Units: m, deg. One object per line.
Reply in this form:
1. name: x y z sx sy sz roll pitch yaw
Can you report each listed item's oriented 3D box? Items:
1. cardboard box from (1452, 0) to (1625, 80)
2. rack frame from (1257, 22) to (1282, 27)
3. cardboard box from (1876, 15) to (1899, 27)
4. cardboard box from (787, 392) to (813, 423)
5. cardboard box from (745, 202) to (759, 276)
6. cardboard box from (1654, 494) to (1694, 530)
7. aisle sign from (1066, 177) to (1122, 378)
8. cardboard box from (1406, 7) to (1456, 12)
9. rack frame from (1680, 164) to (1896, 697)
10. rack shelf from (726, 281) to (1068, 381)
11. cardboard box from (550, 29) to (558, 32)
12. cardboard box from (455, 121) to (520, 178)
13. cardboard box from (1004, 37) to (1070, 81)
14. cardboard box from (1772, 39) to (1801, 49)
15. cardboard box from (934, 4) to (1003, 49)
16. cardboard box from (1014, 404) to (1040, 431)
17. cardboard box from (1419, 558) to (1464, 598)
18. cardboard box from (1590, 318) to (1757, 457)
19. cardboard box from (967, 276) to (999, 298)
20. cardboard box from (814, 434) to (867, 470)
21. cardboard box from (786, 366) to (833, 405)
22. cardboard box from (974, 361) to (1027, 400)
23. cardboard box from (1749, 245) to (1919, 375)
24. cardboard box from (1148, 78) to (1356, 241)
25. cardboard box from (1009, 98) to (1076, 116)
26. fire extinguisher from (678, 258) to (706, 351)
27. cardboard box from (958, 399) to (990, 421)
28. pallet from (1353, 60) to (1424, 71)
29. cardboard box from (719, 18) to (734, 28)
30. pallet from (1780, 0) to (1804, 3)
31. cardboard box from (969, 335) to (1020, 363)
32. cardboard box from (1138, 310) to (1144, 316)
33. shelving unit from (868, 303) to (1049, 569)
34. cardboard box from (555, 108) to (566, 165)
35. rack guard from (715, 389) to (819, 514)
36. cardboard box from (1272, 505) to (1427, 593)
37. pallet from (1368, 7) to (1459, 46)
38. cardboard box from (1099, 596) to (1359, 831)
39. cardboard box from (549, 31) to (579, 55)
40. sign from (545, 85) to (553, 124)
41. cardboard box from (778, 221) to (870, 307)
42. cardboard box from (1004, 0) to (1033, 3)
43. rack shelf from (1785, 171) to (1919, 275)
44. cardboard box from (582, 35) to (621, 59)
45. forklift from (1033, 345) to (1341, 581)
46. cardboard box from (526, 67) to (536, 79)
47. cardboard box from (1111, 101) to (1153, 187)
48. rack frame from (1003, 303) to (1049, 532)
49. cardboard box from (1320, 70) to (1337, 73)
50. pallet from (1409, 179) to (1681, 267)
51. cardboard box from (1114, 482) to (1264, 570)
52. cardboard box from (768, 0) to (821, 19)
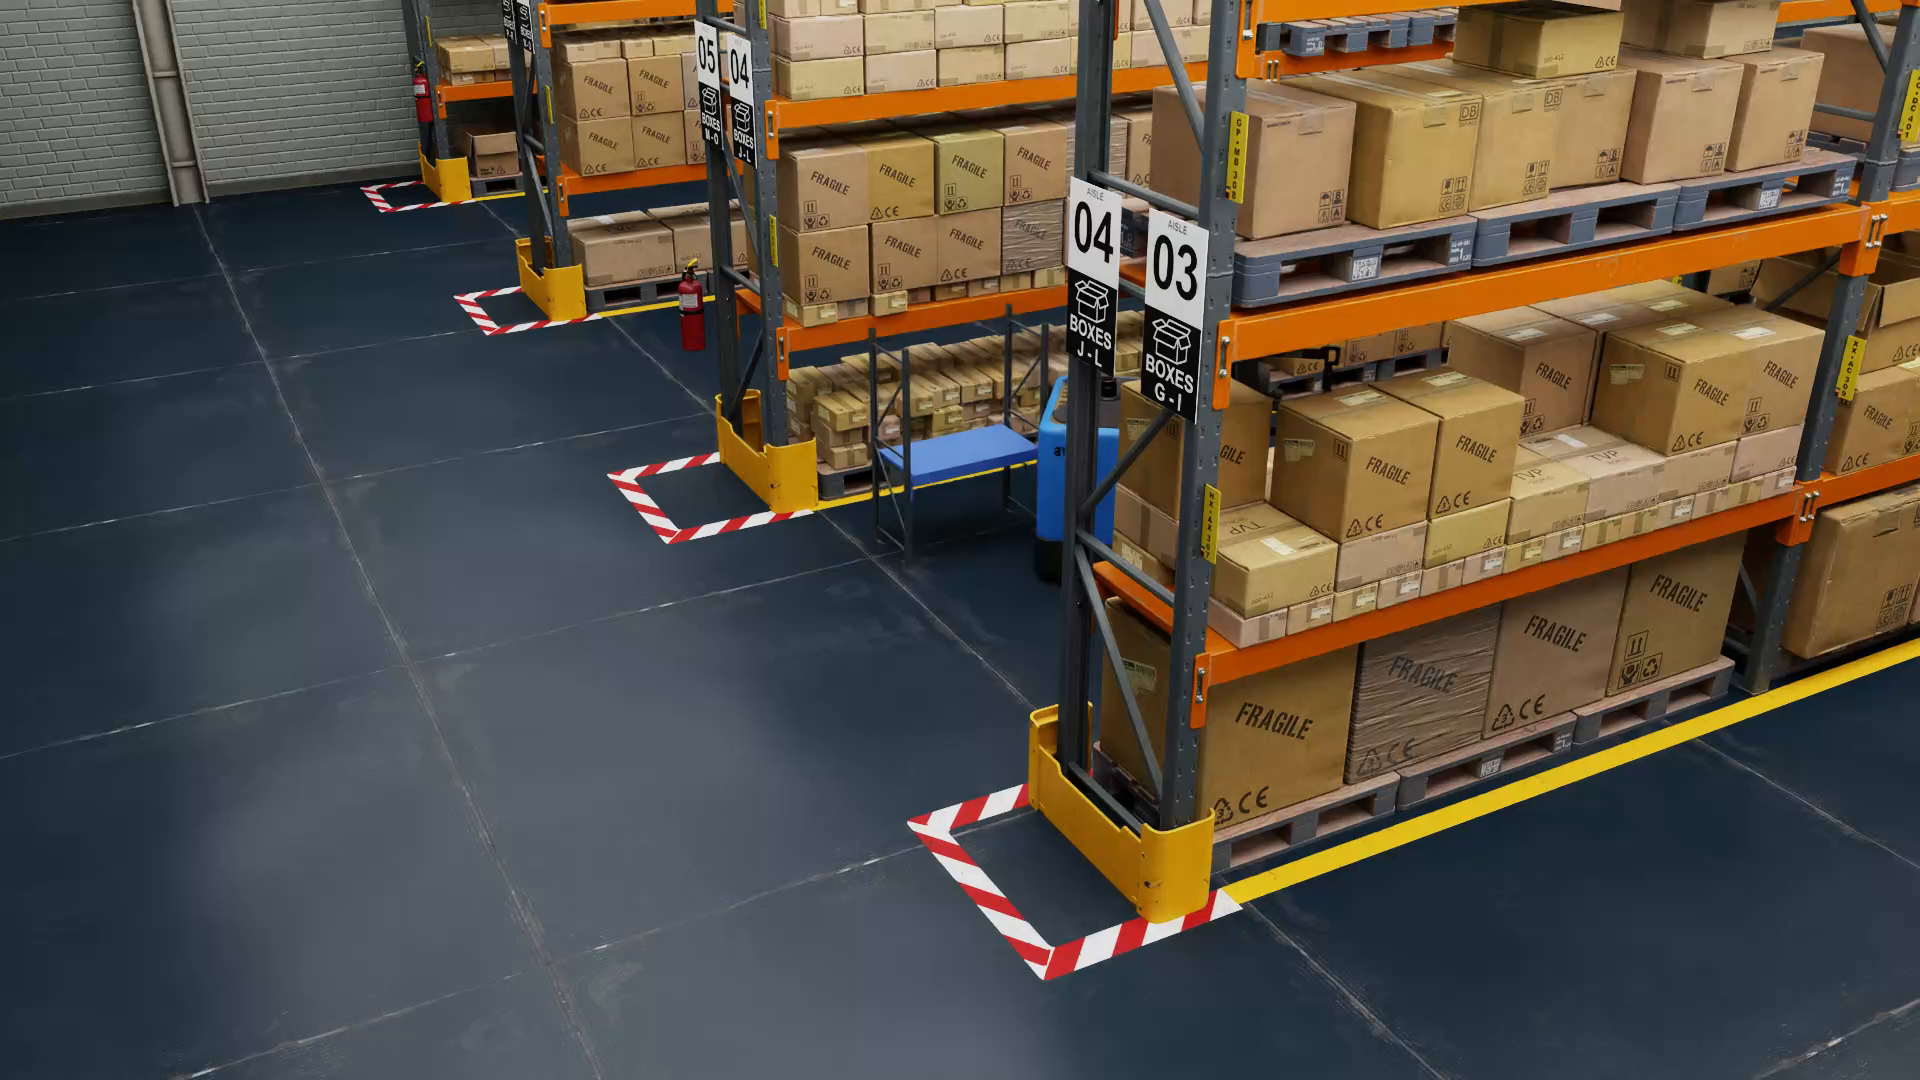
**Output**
1. cardboard box: 2.560 -2.229 7.378 0.500 0.250 0.500 -14 29 -27
2. rack frame: 2.057 -5.285 11.861 0.127 3.000 1.000 -13 29 -25
3. cardboard box: 9.458 -4.827 16.416 0.550 0.550 0.875 -13 29 -25
4. cardboard box: -1.141 -1.021 12.376 0.250 0.149 0.380 -14 29 -26
5. cardboard box: -1.197 -2.135 11.772 0.500 0.500 0.500 -12 28 -24
6. cardboard box: 3.507 -0.209 8.509 0.250 0.149 0.380 -12 28 -24
7. aisle sign: 0.568 -1.123 7.120 0.004 0.787 0.394 -13 29 -25
8. cardboard box: 3.482 -4.433 12.948 0.637 0.503 0.797 -13 29 -26
9. rack frame: 4.302 -0.666 9.172 0.127 3.000 1.000 -13 29 -25
10. rack shelf: 0.292 -1.849 12.467 4.000 0.370 1.077 -13 29 -25
11. cardboard box: -5.054 -5.996 20.103 0.500 0.250 0.500 -12 28 -23
12. cardboard box: -5.645 -4.683 19.938 0.637 0.503 0.797 -14 29 -27
13. cardboard box: 0.420 -3.361 11.492 0.500 0.250 0.500 -13 29 -25
14. cardboard box: 7.782 -4.394 15.666 0.500 0.500 0.700 -13 28 -25
15. cardboard box: -0.051 -3.471 11.145 0.500 0.250 0.500 -13 28 -24
16. cardboard box: 0.499 -0.975 12.624 0.250 0.149 0.380 -13 29 -25
17. cardboard box: 2.147 0.106 7.855 0.250 0.149 0.380 -14 29 -26
18. cardboard box: 3.578 -0.774 8.360 0.500 0.500 0.500 -13 28 -25
19. cardboard box: 0.082 -1.886 12.003 0.250 0.149 0.380 -14 29 -26
20. cardboard box: -0.859 -0.655 11.957 0.250 0.149 0.380 -12 28 -24
21. cardboard box: -1.124 -1.143 12.287 0.250 0.149 0.380 -13 28 -25
22. cardboard box: 0.302 -1.191 12.386 0.250 0.149 0.380 -13 28 -24
23. cardboard box: 4.862 -1.297 9.210 0.637 0.503 0.797 -14 29 -26
24. cardboard box: 1.206 -1.609 6.955 0.500 0.500 0.700 -15 29 -28
25. cardboard box: 0.635 -3.010 12.439 0.500 0.500 0.500 -12 28 -24
26. fire extinguisher: -1.912 -1.688 11.821 0.183 0.674 0.296 -13 29 -25
27. cardboard box: 0.020 -1.032 12.399 0.250 0.149 0.380 -14 29 -28
28. pallet: 4.896 -5.598 19.665 1.213 0.211 1.003 -13 29 -25
29. cardboard box: -2.328 -4.901 15.972 0.250 0.149 0.380 -12 28 -23
30. pallet: 7.115 -5.043 15.040 1.213 0.211 1.003 -12 28 -23
31. cardboard box: 0.265 -1.454 12.933 0.250 0.149 0.380 -13 28 -25
32. cardboard box: 1.656 -1.762 13.576 0.250 0.149 0.380 -12 28 -23
33. shelving unit: -0.006 -0.695 10.965 1.048 1.500 0.538 -14 29 -26
34. cardboard box: -3.590 -3.880 15.751 0.500 0.500 0.500 -13 28 -25
35. rack guard: -1.405 -0.655 12.036 0.348 0.500 1.175 -13 29 -25
36. cardboard box: 1.779 -0.021 7.658 0.500 0.250 0.500 -13 29 -26
37. pallet: 3.566 -4.146 13.171 1.003 0.211 1.213 -13 29 -25
38. cardboard box: 1.300 0.756 8.179 0.875 0.875 0.875 -13 29 -25
39. cardboard box: -3.668 -4.574 15.291 0.250 0.149 0.380 -13 28 -24
40. sign: -3.635 -3.849 14.709 0.005 0.325 0.100 -13 29 -25
41. cardboard box: -0.946 -1.931 11.348 0.500 0.500 0.500 -12 28 -23
42. cardboard box: 0.305 -3.740 11.243 0.250 0.149 0.380 -12 28 -23
43. rack shelf: 6.067 -2.101 9.527 4.000 0.370 1.077 -13 29 -25
44. cardboard box: -3.249 -4.471 15.077 0.250 0.149 0.380 -12 28 -24
45. forklift: 2.040 -1.154 10.267 3.031 2.935 1.130 4 26 9
46. cardboard box: -5.141 -5.544 19.622 0.250 0.149 0.380 -12 28 -23
47. cardboard box: 1.316 -2.904 12.219 0.500 0.500 0.500 -14 29 -27
48. rack frame: 0.437 -0.803 11.190 0.032 1.500 0.500 -14 29 -26
49. cardboard box: 4.071 -5.420 18.877 0.250 0.149 0.380 -15 29 -28
50. pallet: 2.500 -1.569 7.689 1.213 0.211 1.003 -13 29 -25
51. cardboard box: 1.075 -0.118 7.860 0.500 0.250 0.500 -13 29 -26
52. cardboard box: -1.079 -3.435 10.608 0.250 0.149 0.380 -13 29 -26
